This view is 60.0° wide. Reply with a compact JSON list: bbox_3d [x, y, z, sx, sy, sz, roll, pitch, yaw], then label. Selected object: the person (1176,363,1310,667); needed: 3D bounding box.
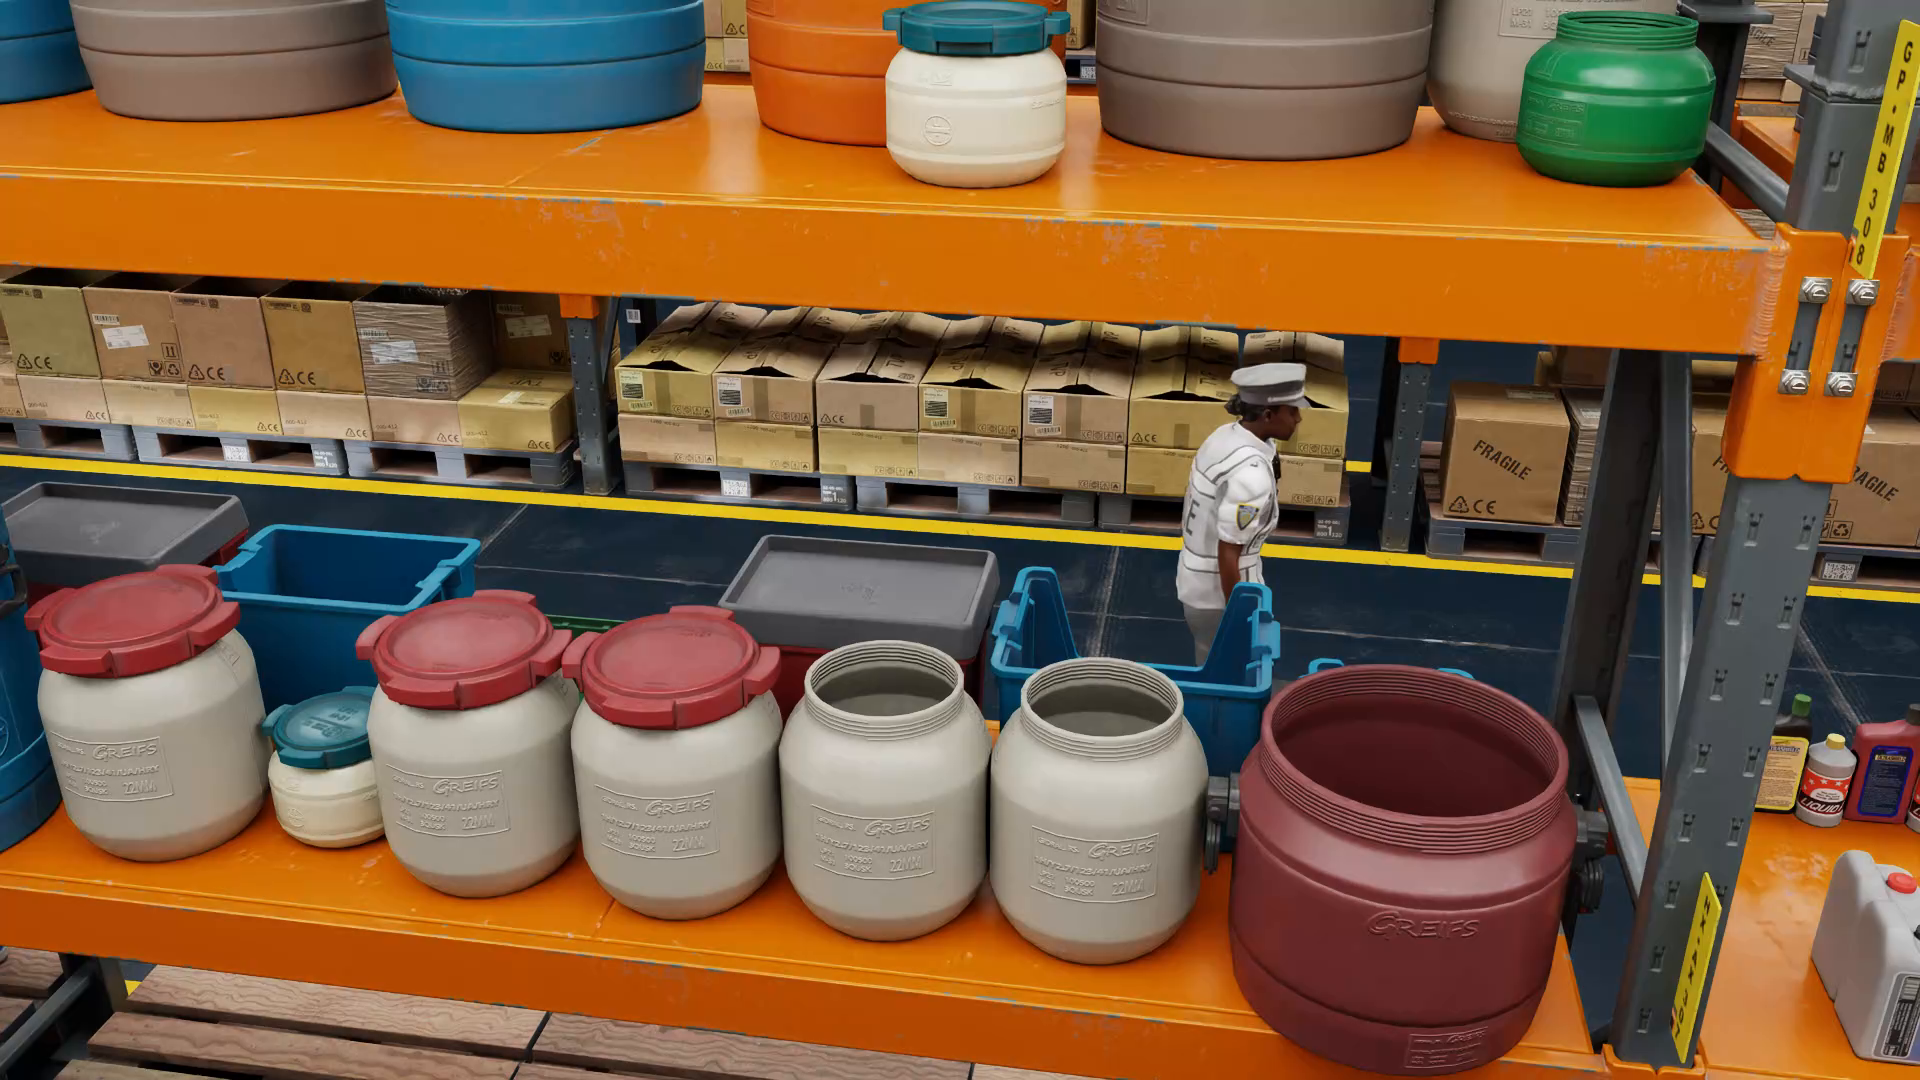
[{"bbox_3d":[0.936,0.202,5.678,0.396,1.658,0.527,3,25,5],"label":"person"}]
